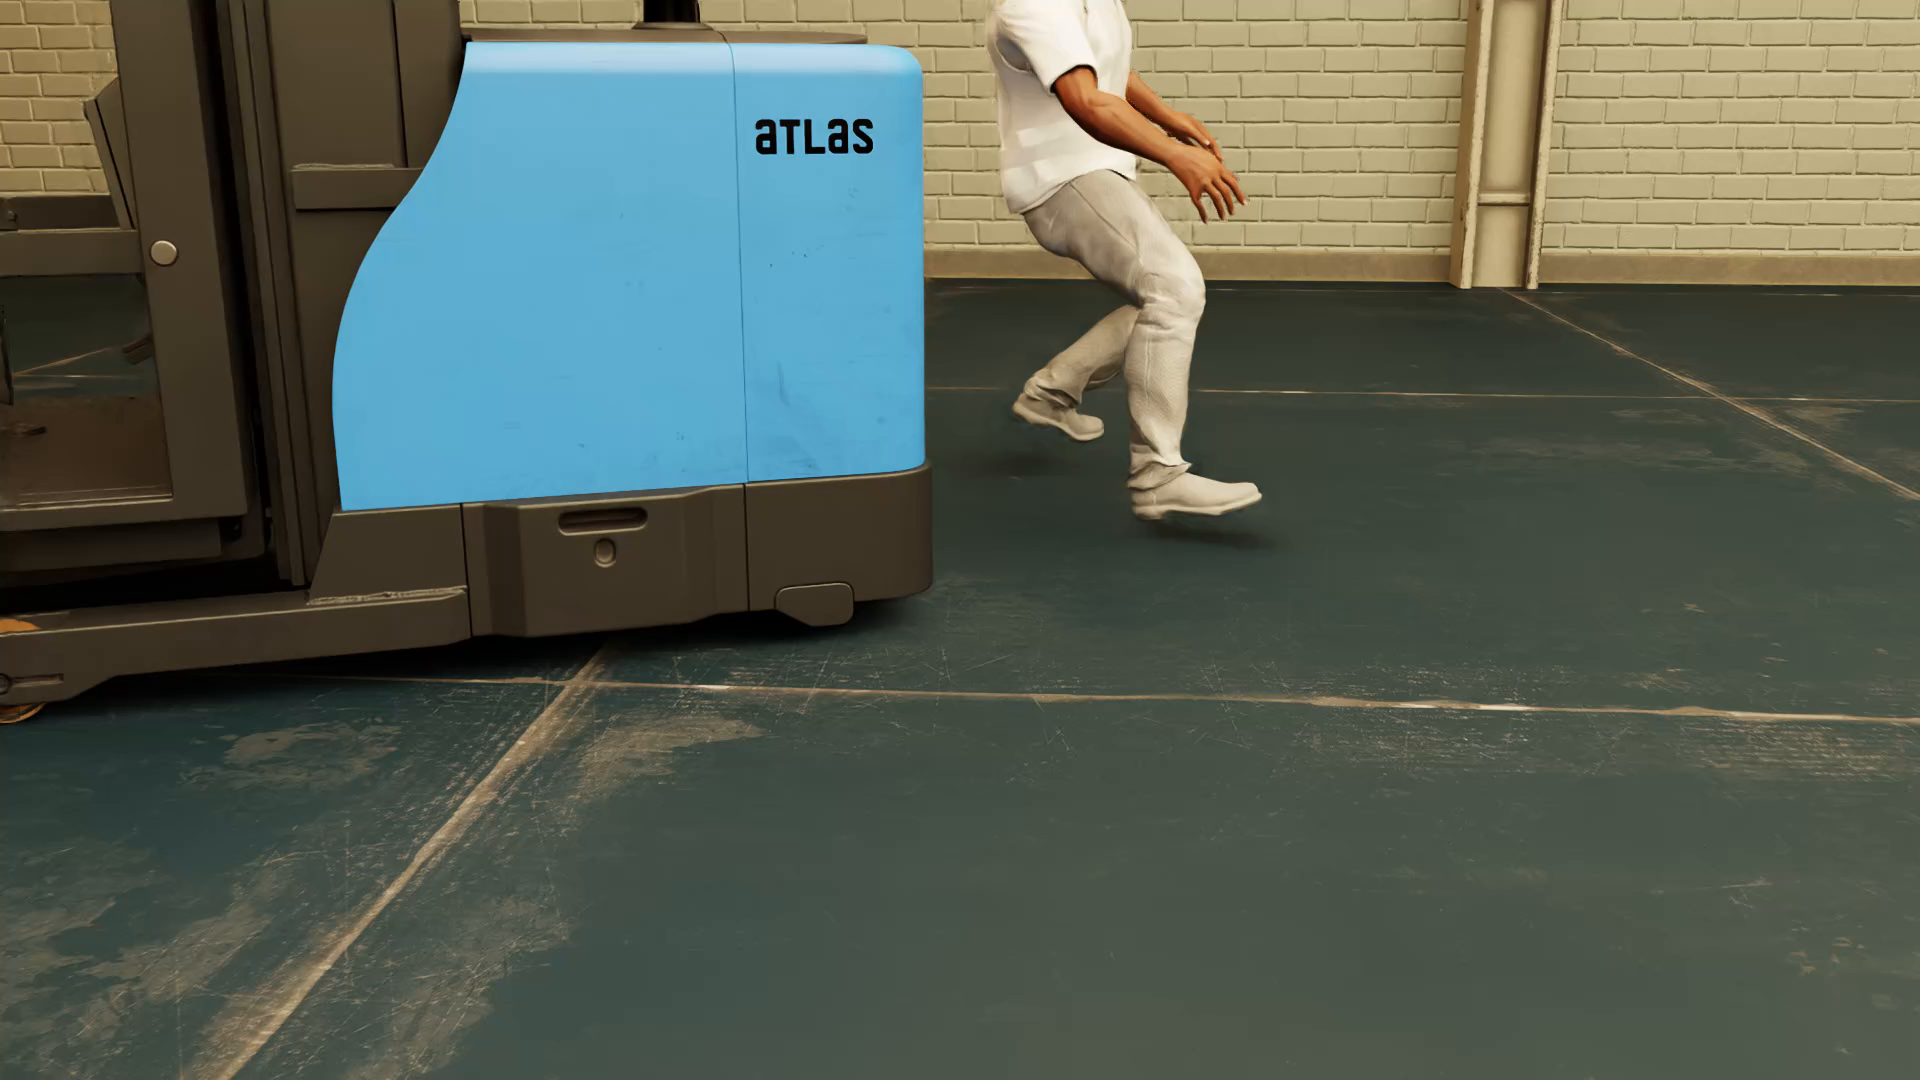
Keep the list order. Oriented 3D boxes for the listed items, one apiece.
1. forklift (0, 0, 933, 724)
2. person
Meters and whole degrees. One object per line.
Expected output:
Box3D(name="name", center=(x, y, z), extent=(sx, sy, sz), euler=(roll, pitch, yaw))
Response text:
Box3D(name="forklift", center=(-1.629, -1.254, 2.840), extent=(3.031, 2.935, 1.130), euler=(-5, 16, -17))
Box3D(name="person", center=(0.430, -0.909, 4.031), extent=(0.732, 1.580, 0.881), euler=(4, 16, 14))
